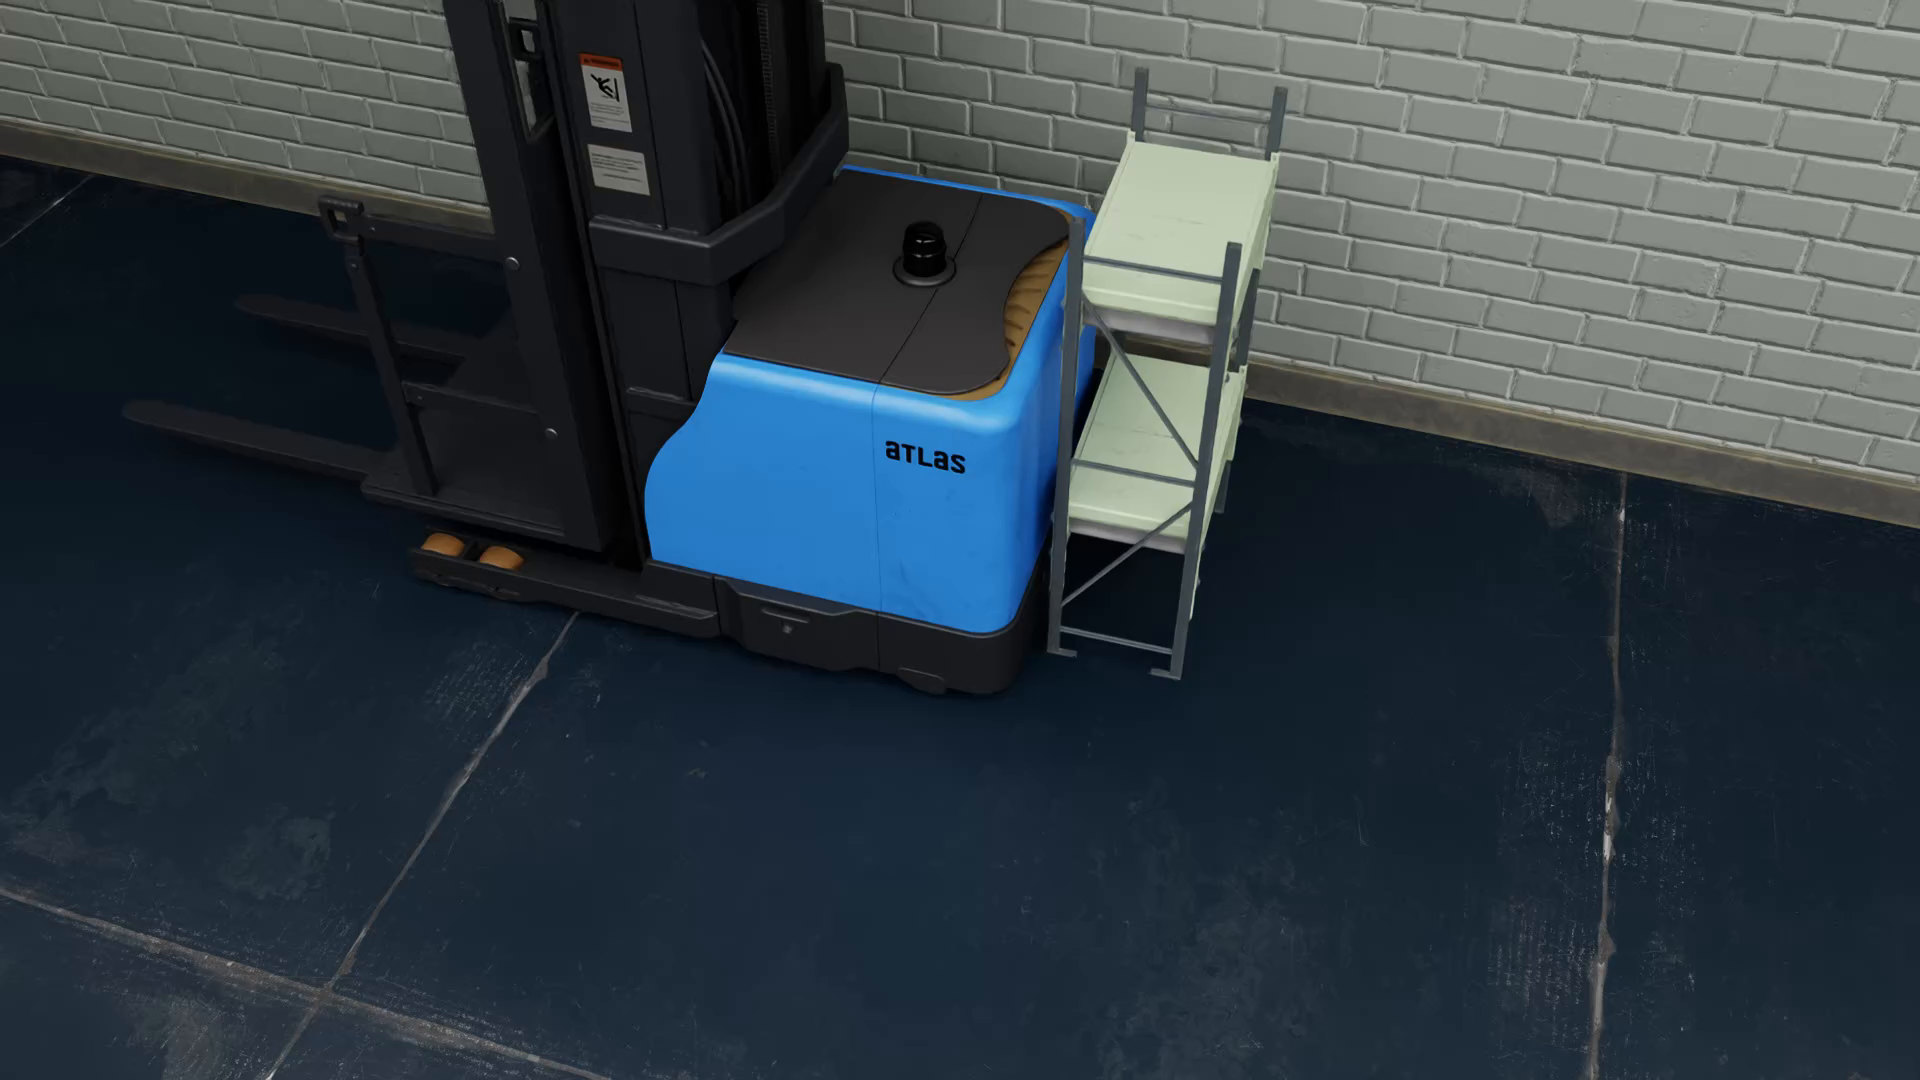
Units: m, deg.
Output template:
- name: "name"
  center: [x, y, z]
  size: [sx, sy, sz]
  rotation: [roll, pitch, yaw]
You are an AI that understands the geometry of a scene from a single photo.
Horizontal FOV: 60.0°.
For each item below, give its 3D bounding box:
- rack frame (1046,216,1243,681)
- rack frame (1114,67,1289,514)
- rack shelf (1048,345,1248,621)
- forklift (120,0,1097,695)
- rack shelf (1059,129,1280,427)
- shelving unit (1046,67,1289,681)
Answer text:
- name: "rack frame"
  center: [0.451, -0.173, 4.354]
  size: [0.400, 1.500, 0.023]
  rotation: [11, 46, 11]
- name: "rack frame"
  center: [0.655, -0.664, 4.857]
  size: [0.400, 1.500, 0.023]
  rotation: [11, 46, 11]
- name: "rack shelf"
  center: [0.553, -0.186, 4.833]
  size: [0.431, 0.370, 0.720]
  rotation: [11, 46, 11]
- name: "forklift"
  center: [-1.159, -1.205, 4.386]
  size: [3.031, 2.935, 1.130]
  rotation: [12, 46, 12]
- name: "rack shelf"
  center: [0.553, -0.697, 4.332]
  size: [0.431, 0.370, 0.720]
  rotation: [11, 46, 11]
- name: "shelving unit"
  center: [0.553, -0.419, 4.605]
  size: [0.431, 1.500, 0.755]
  rotation: [11, 46, 11]
